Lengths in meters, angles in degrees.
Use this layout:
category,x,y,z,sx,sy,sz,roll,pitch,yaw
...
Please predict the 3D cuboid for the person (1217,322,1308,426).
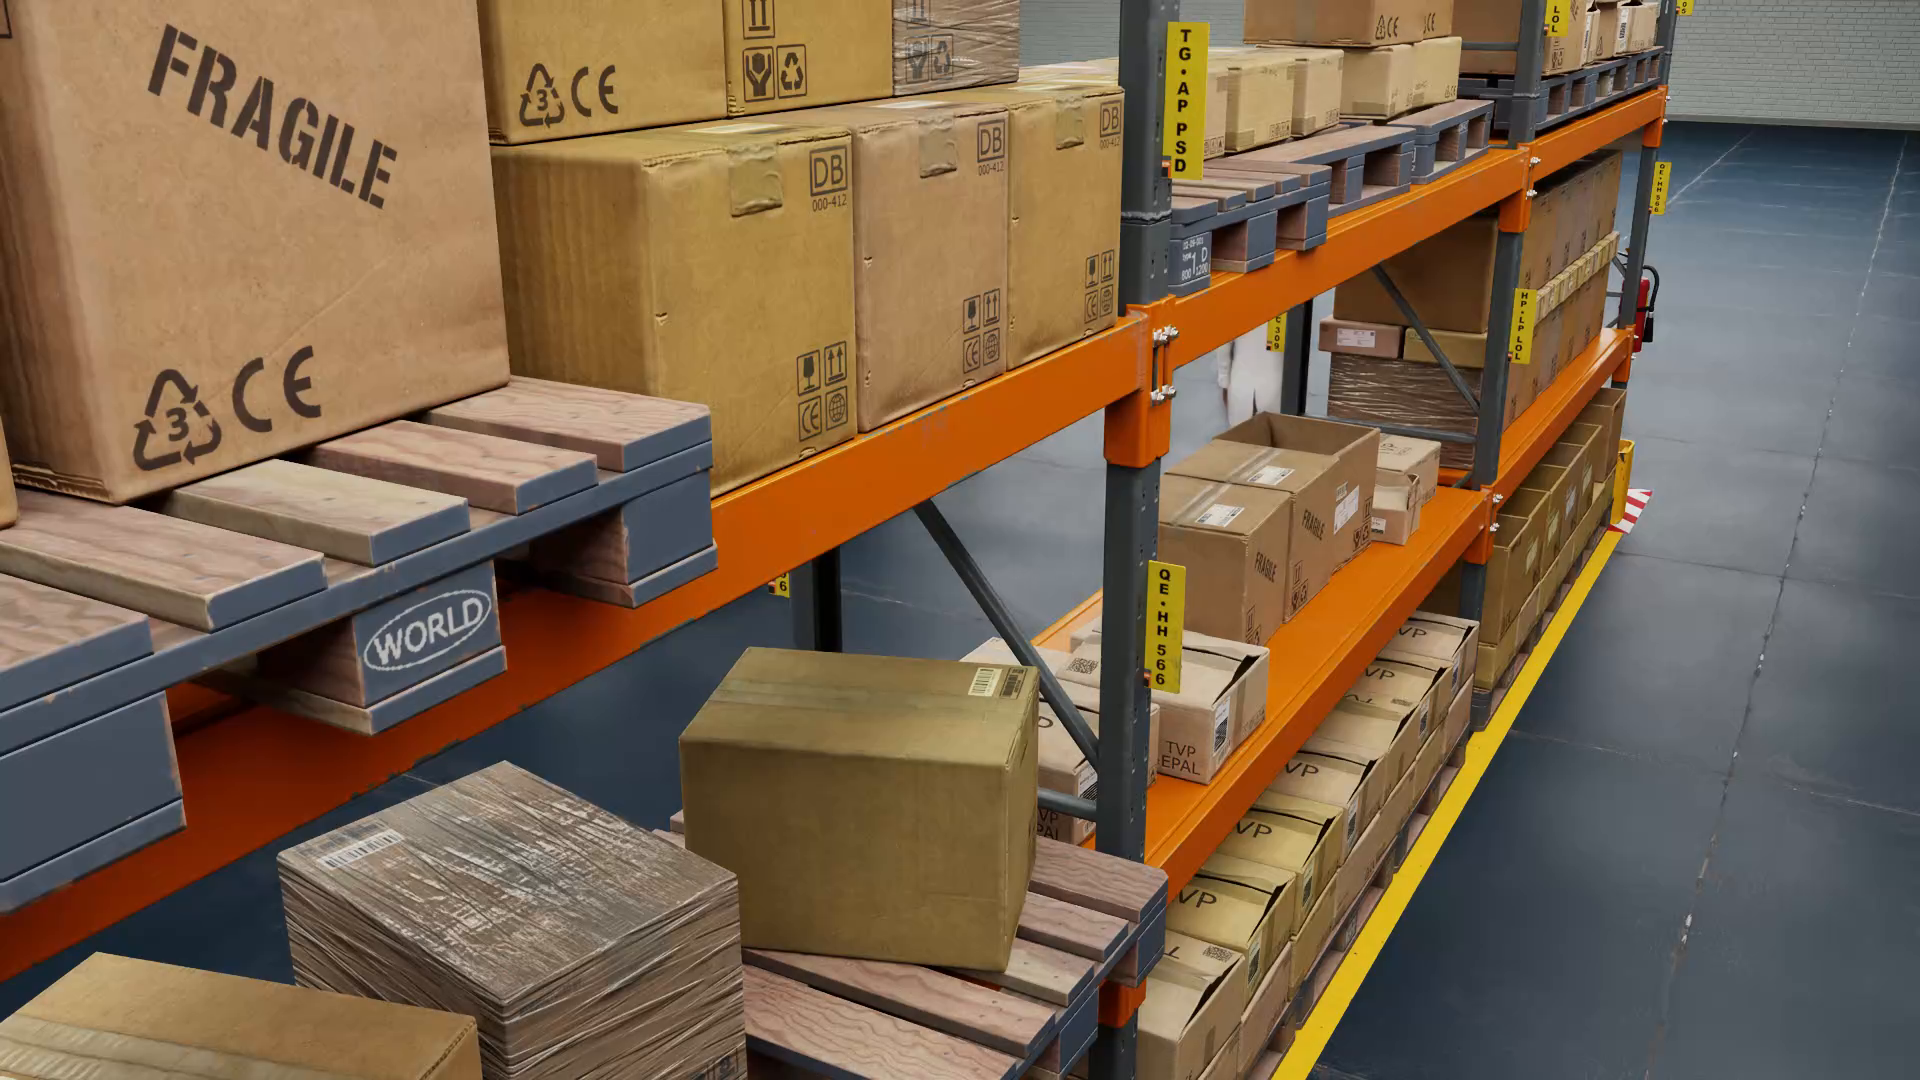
category,x,y,z,sx,sy,sz,roll,pitch,yaw
person,1.976,-0.958,10.812,0.627,1.804,0.482,8,21,23
